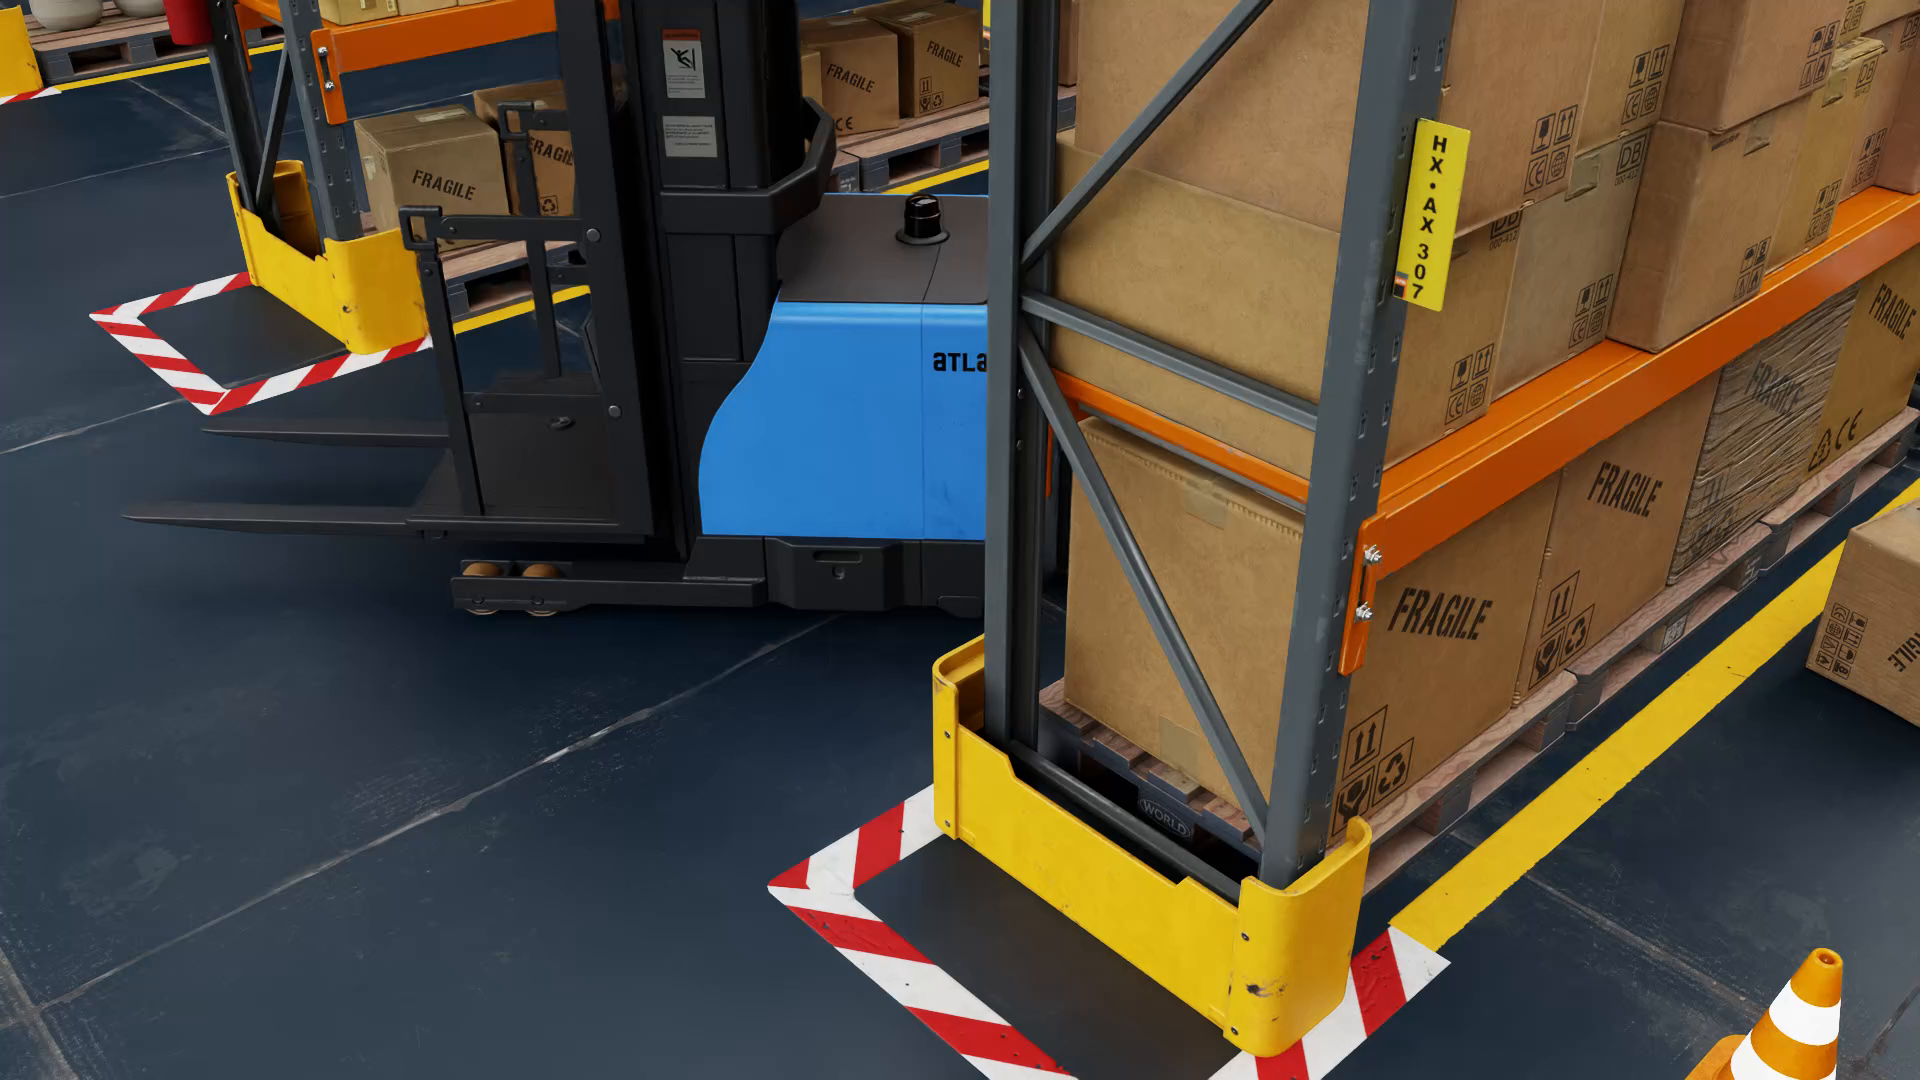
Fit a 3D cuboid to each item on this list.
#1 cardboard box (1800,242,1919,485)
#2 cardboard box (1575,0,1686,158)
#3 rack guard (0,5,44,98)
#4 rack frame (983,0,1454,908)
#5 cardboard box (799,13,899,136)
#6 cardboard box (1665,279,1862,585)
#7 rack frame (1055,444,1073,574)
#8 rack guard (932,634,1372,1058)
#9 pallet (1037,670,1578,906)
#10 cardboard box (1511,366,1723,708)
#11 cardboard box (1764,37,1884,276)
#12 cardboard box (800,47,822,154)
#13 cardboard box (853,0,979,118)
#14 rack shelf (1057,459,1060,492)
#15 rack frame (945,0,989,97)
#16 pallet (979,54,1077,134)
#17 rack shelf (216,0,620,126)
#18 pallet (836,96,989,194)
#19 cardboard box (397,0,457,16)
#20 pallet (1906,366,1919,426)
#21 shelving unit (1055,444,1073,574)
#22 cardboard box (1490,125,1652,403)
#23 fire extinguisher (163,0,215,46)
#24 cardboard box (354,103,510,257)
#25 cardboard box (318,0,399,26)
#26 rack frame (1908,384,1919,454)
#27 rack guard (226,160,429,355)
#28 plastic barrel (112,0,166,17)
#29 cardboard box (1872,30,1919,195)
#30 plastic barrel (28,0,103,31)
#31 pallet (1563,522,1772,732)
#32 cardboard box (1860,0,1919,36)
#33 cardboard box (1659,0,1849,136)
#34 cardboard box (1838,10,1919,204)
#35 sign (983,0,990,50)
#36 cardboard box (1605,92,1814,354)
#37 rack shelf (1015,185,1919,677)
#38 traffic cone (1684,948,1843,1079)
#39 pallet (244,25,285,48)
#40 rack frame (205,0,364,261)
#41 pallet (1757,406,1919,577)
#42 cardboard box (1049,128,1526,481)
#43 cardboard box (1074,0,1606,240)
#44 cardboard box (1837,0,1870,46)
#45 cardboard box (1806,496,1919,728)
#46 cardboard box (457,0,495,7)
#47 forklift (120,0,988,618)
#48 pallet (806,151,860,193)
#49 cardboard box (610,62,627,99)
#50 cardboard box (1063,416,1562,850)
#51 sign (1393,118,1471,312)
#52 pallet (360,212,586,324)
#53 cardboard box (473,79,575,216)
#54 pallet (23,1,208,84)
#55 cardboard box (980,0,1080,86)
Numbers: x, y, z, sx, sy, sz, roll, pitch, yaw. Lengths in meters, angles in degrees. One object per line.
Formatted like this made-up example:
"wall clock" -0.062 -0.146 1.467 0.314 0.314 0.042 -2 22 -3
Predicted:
"cardboard box" 2.868 -0.868 5.928 0.875 0.875 0.875 -25 39 -35
"cardboard box" 1.083 -1.244 3.731 0.550 0.550 0.875 -26 40 -35
"rack guard" -6.199 -3.179 10.470 0.348 0.500 1.175 -26 40 -35
"rack frame" 0.444 -0.373 3.484 0.127 3.000 1.000 -26 40 -35
"cardboard box" -0.657 -2.505 8.964 0.500 0.500 0.500 -13 34 -21
"cardboard box" 2.210 -0.547 5.403 0.875 0.875 0.875 -25 40 -35
"rack frame" 0.546 -0.320 5.194 0.500 1.125 0.032 16 35 25
"rack guard" 0.426 0.702 4.122 0.348 0.500 1.175 -26 40 -35
"pallet" 0.977 0.504 4.724 1.213 0.211 1.003 -26 40 -35
"cardboard box" 1.540 -0.224 4.875 0.875 0.875 0.875 -27 40 -36
"cardboard box" 1.930 -1.143 4.601 0.500 0.550 0.875 -26 40 -35
"cardboard box" -1.059 -2.254 8.555 0.500 0.500 0.500 25 39 35
"cardboard box" -0.242 -2.711 9.301 0.500 0.500 0.500 -27 41 -37
"rack shelf" 0.796 -0.342 5.699 0.538 0.278 1.000 16 35 25
"rack frame" 0.078 -3.725 8.966 0.127 3.000 1.000 -26 40 -35
"pallet" 0.648 -2.812 10.146 1.213 0.211 1.003 -26 40 -35
"rack shelf" -1.388 -2.708 7.993 4.000 0.370 1.077 -26 40 -35
"pallet" -0.390 -2.283 9.282 1.213 0.211 1.003 -26 40 -35
"cardboard box" -2.287 -2.290 6.860 0.250 0.149 0.380 -26 40 -35
"pallet" 3.891 -0.904 7.026 1.213 0.211 1.003 -26 40 -35
"shelving unit" 0.796 -0.550 5.572 0.538 1.125 1.048 16 35 25
"cardboard box" 1.073 -0.789 4.021 0.550 0.550 0.875 -26 40 -35
"fire extinguisher" -3.252 -2.408 6.888 0.183 0.674 0.296 -26 40 -35
"cardboard box" -2.385 -1.634 7.540 0.500 0.500 0.500 -18 36 -27
"cardboard box" -2.484 -2.208 6.727 0.250 0.149 0.380 -26 40 -35
"rack frame" 3.377 -1.791 5.804 0.127 3.000 1.000 -26 40 -35
"rack guard" -2.799 -1.266 7.342 0.348 0.500 1.175 -26 40 -35
"plastic barrel" -5.424 -3.759 11.004 0.421 0.512 0.421 0 31 0
"cardboard box" 2.726 -1.516 5.210 0.550 0.550 0.875 -26 40 -35
"plastic barrel" -5.792 -3.581 10.713 0.421 0.512 0.421 0 31 0
"pallet" 1.871 0.073 5.428 1.213 0.211 1.003 -26 40 -35
"cardboard box" 2.269 -1.820 4.672 0.550 0.550 0.875 -26 40 -35
"cardboard box" 1.586 -1.391 3.971 0.550 0.550 0.875 -26 40 -35
"cardboard box" 2.250 -1.370 4.971 0.550 0.550 0.875 -26 40 -35
"sign" 0.085 -1.180 3.468 0.005 0.325 0.100 -26 40 -35
"cardboard box" 1.569 -0.940 4.267 0.550 0.550 0.875 -26 40 -35
"rack shelf" 1.910 -0.775 4.832 4.000 0.370 1.077 -26 40 -35
"traffic cone" 1.799 1.065 3.565 0.334 0.463 0.336 -26 40 -35
"pallet" -4.705 -3.772 11.717 1.213 0.211 1.003 -26 40 -35
"rack frame" -2.855 -2.306 6.645 0.127 3.000 1.000 -26 40 -35
"pallet" 2.766 -0.362 6.140 1.213 0.211 1.003 -26 40 -35
"cardboard box" 0.685 -0.585 3.688 0.550 0.550 0.875 -26 40 -35
"cardboard box" 0.742 -1.014 3.354 0.550 0.550 0.875 -26 40 -35
"cardboard box" 1.886 -1.629 4.360 0.500 0.550 0.875 -26 40 -35
"cardboard box" 2.936 0.217 4.913 0.500 0.500 0.500 -19 36 -28
"cardboard box" -2.094 -2.373 6.996 0.250 0.149 0.380 -26 40 -35
"forklift" -1.232 -1.279 5.032 3.031 2.935 1.130 1 31 2
"pallet" -1.285 -1.848 8.570 1.213 0.211 1.003 -26 40 -35
"cardboard box" -1.498 -2.074 8.259 0.500 0.500 0.500 -22 38 -31
"cardboard box" 0.896 0.089 4.363 0.875 0.875 0.875 -26 40 -35
"sign" 0.817 -0.561 2.887 0.005 0.325 0.100 -26 40 -35
"pallet" -2.179 -1.418 7.866 1.213 0.211 1.003 -26 40 -35
"cardboard box" -1.970 -1.859 7.908 0.500 0.500 0.500 -15 35 -23
"pallet" -5.599 -3.342 11.013 1.213 0.211 1.003 -26 40 -35
"cardboard box" 0.543 -3.055 9.846 0.700 0.500 0.500 26 40 35
